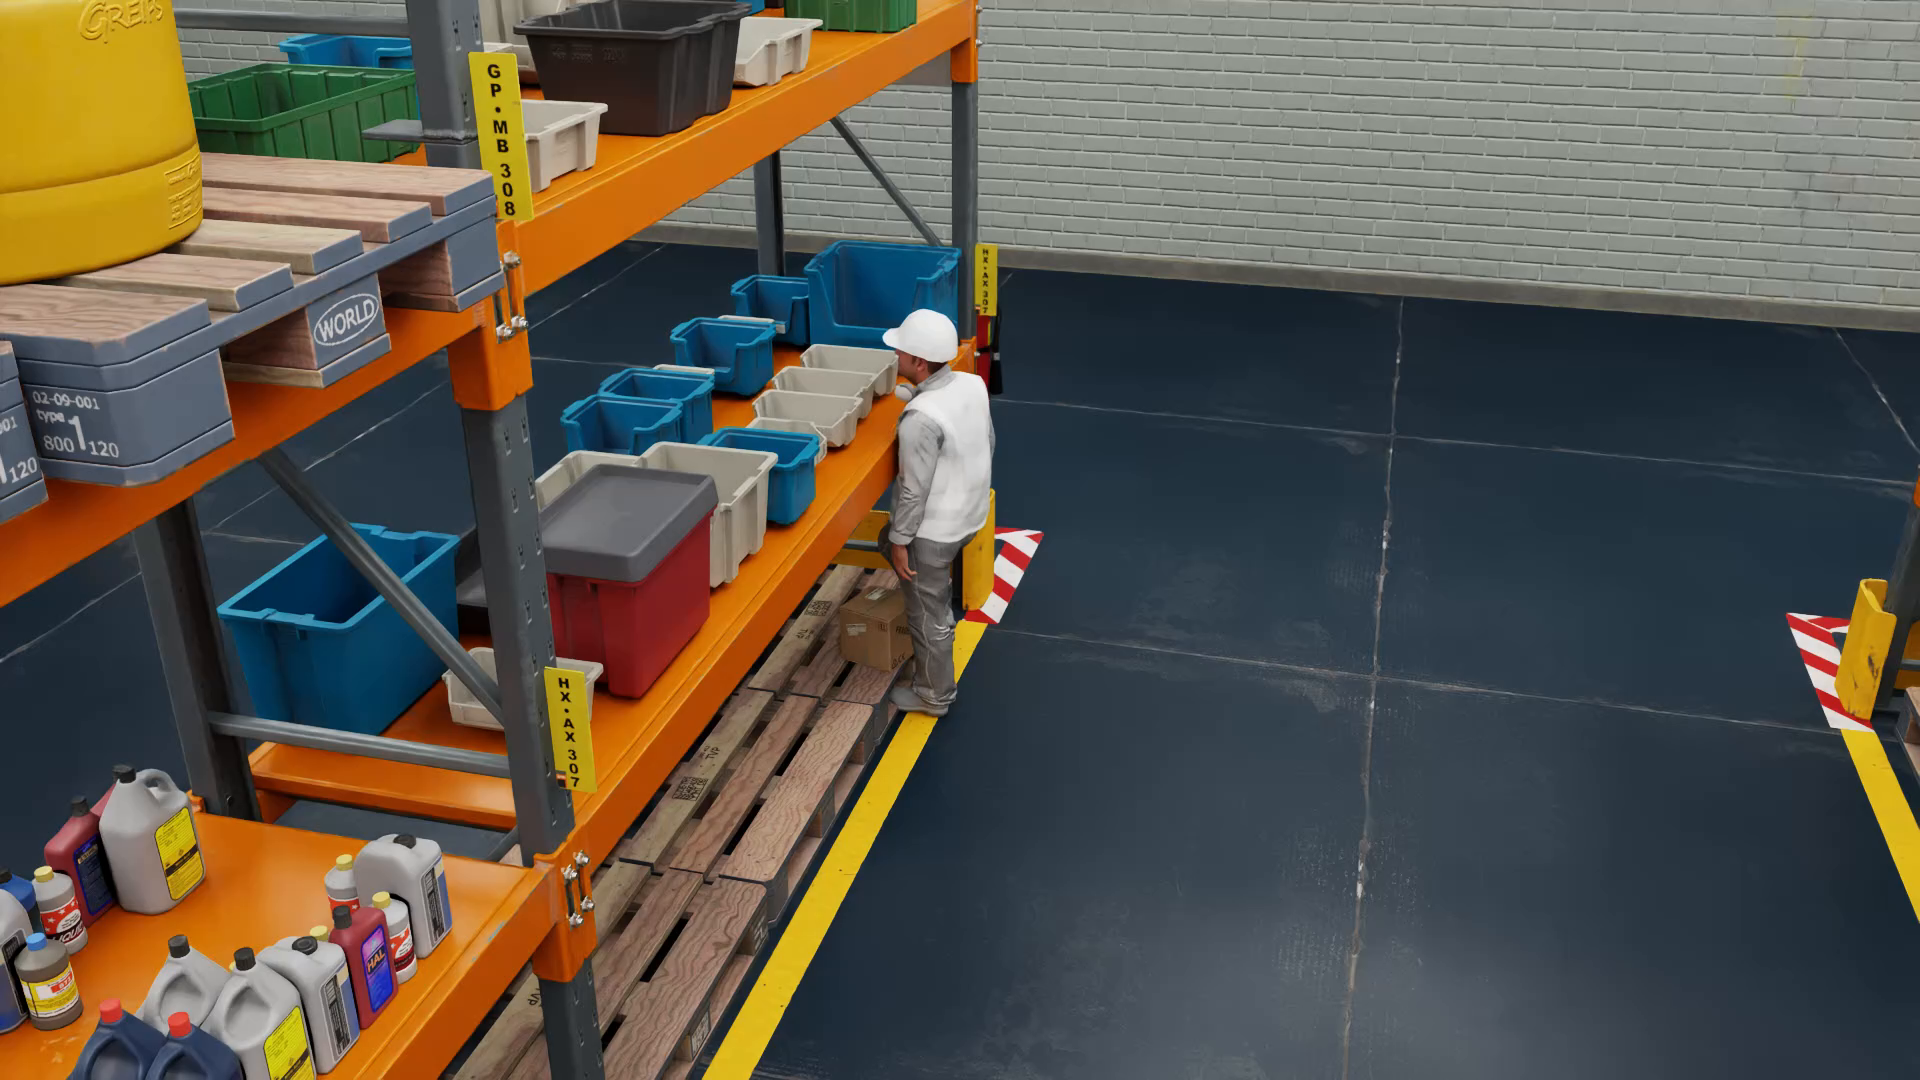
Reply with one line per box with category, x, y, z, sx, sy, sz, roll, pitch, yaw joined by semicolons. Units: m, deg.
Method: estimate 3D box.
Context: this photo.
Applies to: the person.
person;-0.172;-0.106;6.778;0.614;1.774;0.634;15;29;28
